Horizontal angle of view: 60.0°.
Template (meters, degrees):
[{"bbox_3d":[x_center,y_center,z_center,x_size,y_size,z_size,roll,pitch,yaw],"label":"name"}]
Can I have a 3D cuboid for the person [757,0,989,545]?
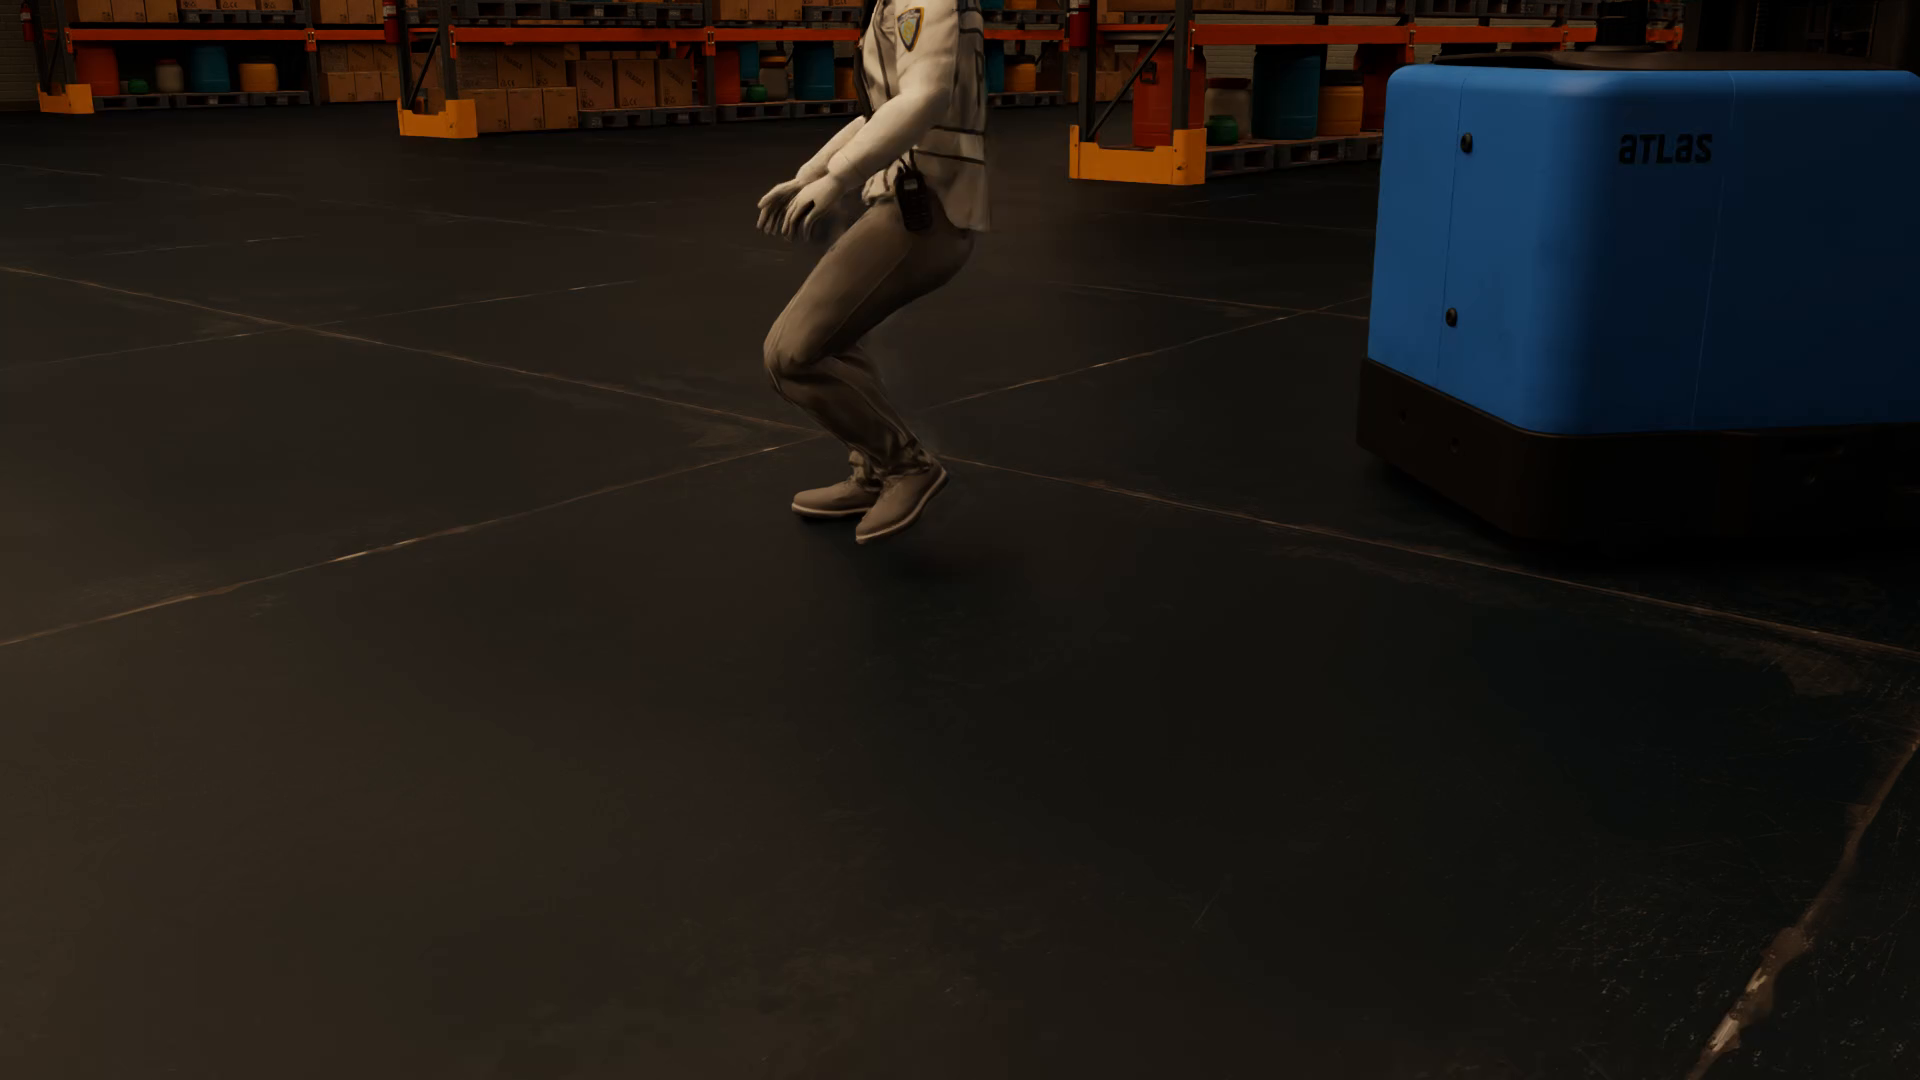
[{"bbox_3d":[-0.211,-0.728,3.677,0.555,1.538,0.716,0,17,0],"label":"person"}]

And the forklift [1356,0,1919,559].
[{"bbox_3d":[2.652,-1.545,3.985,3.031,2.935,1.130,-3,17,-9],"label":"forklift"}]
